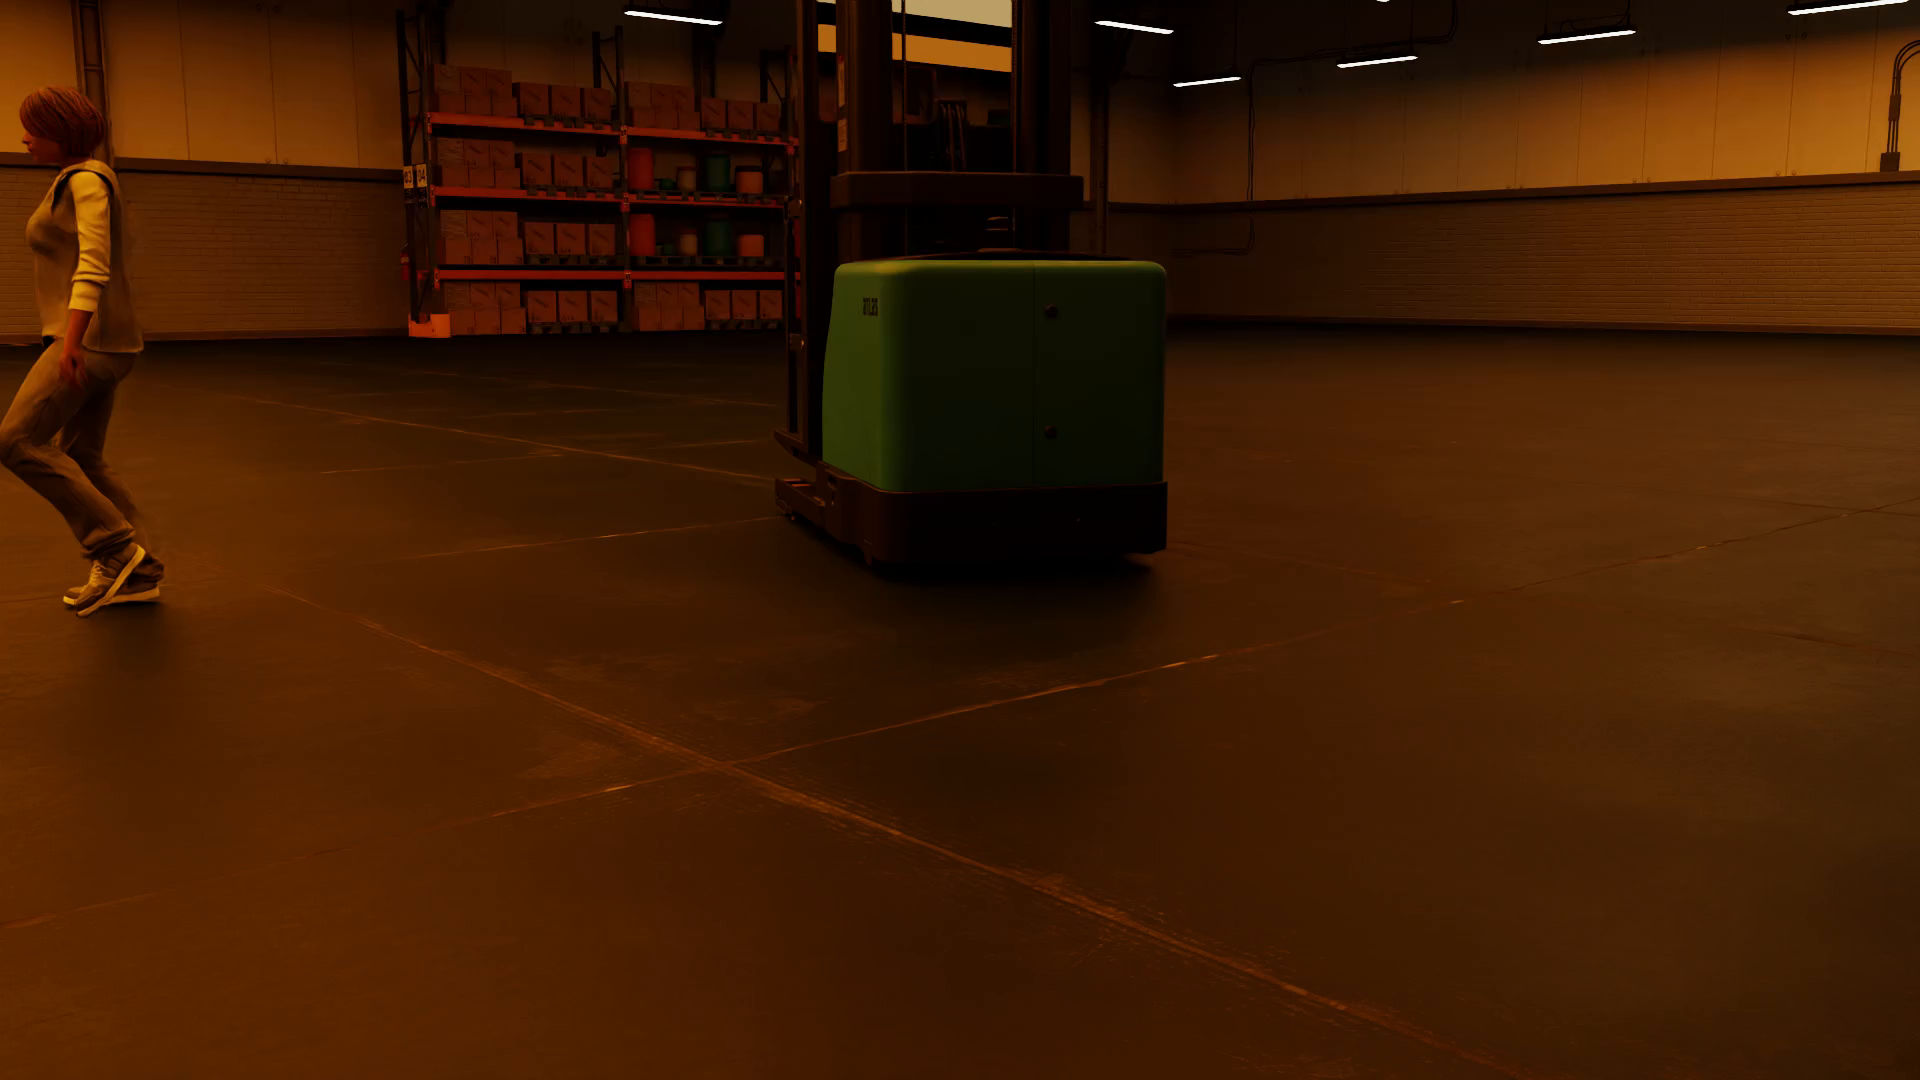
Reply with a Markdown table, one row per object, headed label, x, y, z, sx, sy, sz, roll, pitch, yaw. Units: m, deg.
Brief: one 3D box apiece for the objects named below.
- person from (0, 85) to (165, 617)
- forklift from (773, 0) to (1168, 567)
| label | x | y | z | sx | sy | sz | roll | pitch | yaw |
| --- | --- | --- | --- | --- | --- | --- | --- | --- | --- |
| person | -2.689 | -0.563 | 5.030 | 0.427 | 1.578 | 0.534 | -5 | 10 | -28 |
| forklift | -0.174 | -1.539 | 6.902 | 1.130 | 2.935 | 3.031 | -3 | 9 | -16 |
